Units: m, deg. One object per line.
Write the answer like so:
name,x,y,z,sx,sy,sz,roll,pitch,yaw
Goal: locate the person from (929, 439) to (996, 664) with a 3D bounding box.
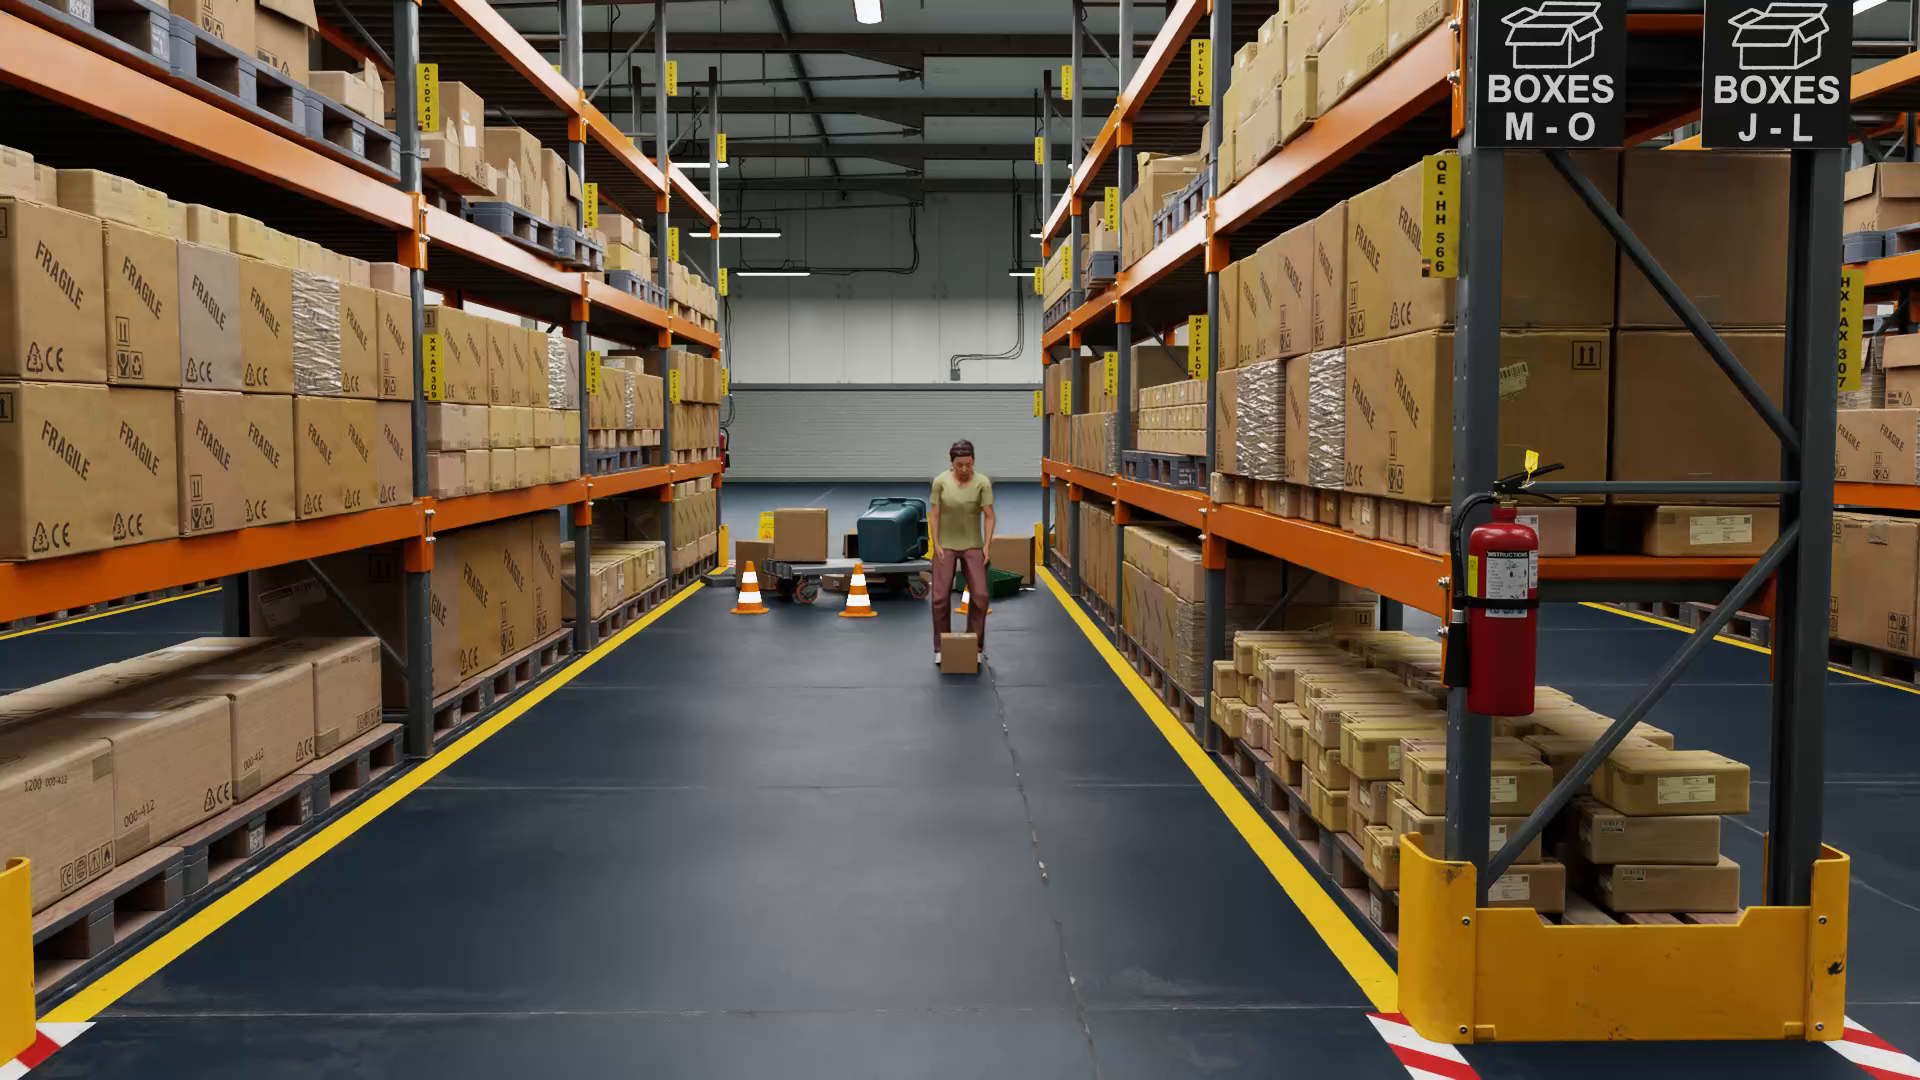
person,0.017,0.081,11.857,0.478,1.603,0.426,0,4,0
